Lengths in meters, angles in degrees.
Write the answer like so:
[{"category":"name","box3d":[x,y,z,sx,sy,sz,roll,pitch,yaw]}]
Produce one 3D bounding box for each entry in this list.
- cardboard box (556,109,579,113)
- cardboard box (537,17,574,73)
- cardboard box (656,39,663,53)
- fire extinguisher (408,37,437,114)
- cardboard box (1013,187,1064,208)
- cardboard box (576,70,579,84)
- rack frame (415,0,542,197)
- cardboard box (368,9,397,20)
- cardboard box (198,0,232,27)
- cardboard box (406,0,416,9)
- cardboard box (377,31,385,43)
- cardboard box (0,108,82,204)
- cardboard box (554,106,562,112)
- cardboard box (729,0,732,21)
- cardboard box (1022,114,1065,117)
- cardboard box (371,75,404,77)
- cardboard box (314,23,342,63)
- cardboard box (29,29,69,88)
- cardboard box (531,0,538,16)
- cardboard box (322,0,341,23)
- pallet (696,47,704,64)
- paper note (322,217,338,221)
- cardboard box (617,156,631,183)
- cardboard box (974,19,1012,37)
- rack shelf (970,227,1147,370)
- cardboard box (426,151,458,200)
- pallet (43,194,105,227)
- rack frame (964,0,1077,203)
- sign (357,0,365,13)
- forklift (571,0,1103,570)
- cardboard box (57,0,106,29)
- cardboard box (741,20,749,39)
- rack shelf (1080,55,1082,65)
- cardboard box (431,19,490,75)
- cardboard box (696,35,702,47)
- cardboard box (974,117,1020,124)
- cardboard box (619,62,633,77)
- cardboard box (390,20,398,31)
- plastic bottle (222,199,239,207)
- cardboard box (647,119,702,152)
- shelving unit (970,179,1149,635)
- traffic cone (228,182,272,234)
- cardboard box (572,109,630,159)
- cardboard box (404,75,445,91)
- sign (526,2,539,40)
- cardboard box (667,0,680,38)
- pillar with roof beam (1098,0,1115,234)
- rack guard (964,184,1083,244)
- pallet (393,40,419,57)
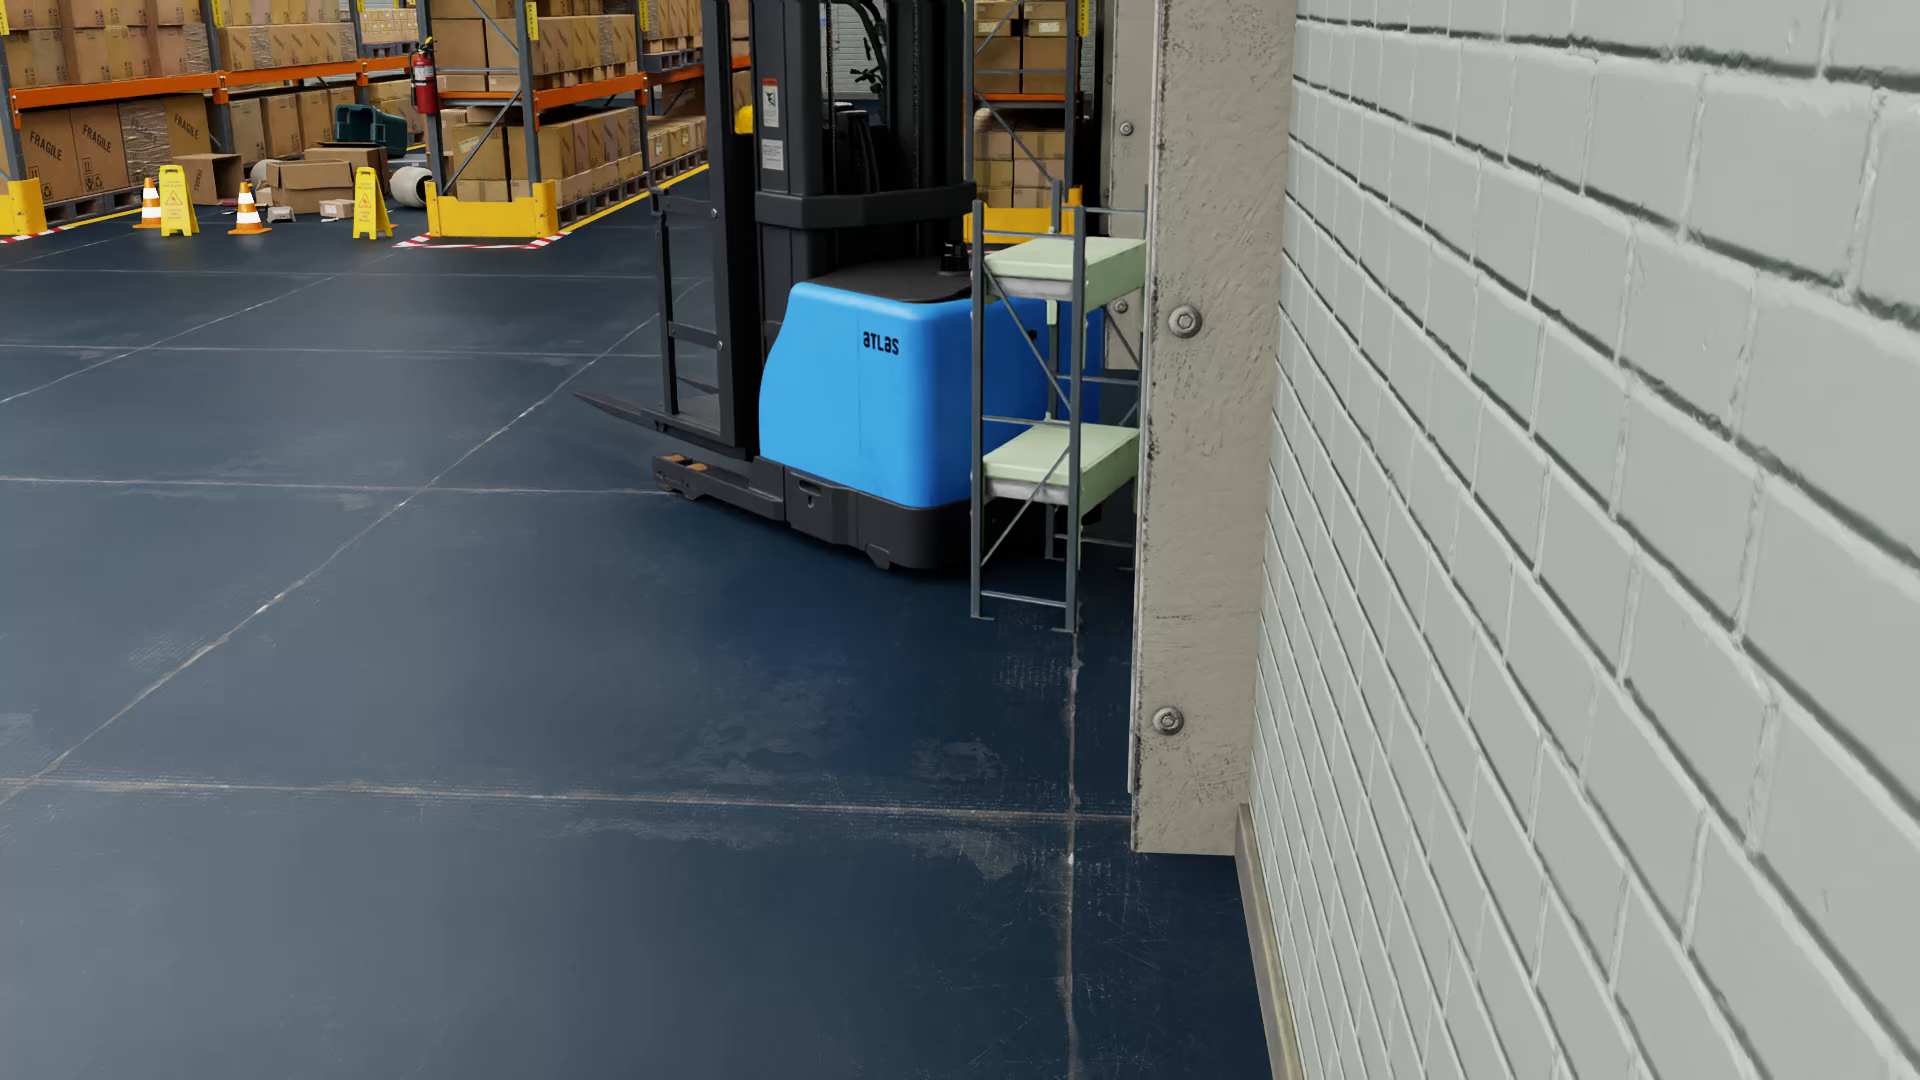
[{"category":"cardboard box","box3d":[-4.469,-4.446,18.213,0.500,0.500,0.500,2,18,6]},{"category":"cardboard box","box3d":[-4.073,-4.789,16.084,0.500,0.500,0.500,2,18,6]},{"category":"cardboard box","box3d":[-3.749,-5.863,19.728,0.380,0.149,0.250,2,18,5]},{"category":"fire extinguisher","box3d":[-4.885,-4.237,15.159,0.296,0.674,0.183,1,18,4]},{"category":"cardboard box","box3d":[0.764,-3.230,15.705,0.500,0.250,0.500,1,18,4]},{"category":"cardboard box","box3d":[-4.075,-4.682,16.797,0.380,0.149,0.250,2,18,6]},{"category":"rack frame","box3d":[-4.418,-4.299,15.225,1.000,3.000,0.127,1,18,4]},{"category":"cardboard box","box3d":[-8.487,-7.690,24.349,0.380,0.149,0.250,2,18,6]},{"category":"cardboard box","box3d":[-9.046,-6.297,19.557,0.700,0.500,0.500,1,18,3]},{"category":"cardboard box","box3d":[-8.738,-8.921,27.086,0.500,0.500,0.500,1,18,2]},{"category":"cardboard box","box3d":[-8.517,-7.244,23.943,0.380,0.149,0.250,2,18,7]},{"category":"cardboard box","box3d":[-9.379,-3.780,16.379,0.875,0.875,0.875,1,18,4]},{"category":"cardboard box","box3d":[-4.546,-4.724,18.018,0.380,0.149,0.250,2,18,6]},{"category":"cardboard box","box3d":[-3.539,-7.608,23.558,0.500,0.500,0.500,1,18,4]},{"category":"cardboard box","box3d":[0.907,-4.328,17.449,0.500,0.250,0.500,1,18,4]},{"category":"cardboard box","box3d":[-8.854,-7.084,25.860,0.500,0.250,0.500,2,18,5]},{"category":"cardboard box","box3d":[-8.590,-6.609,22.115,0.500,0.500,0.500,1,18,4]},{"category":"cardboard box","box3d":[-9.363,-4.737,16.320,0.875,0.550,0.550,1,18,4]},{"category":"cardboard box","box3d":[-4.621,-5.444,16.476,0.700,0.500,0.500,1,18,3]},{"category":"cardboard box","box3d":[-8.831,-7.246,22.453,0.700,0.500,0.500,1,18,4]},{"category":"pallet","box3d":[-3.789,-6.468,22.154,1.213,0.211,1.003,1,18,4]},{"category":"paper note","box3d":[-6.335,-3.226,16.718,0.148,0.019,0.142,-5,19,-15]},{"category":"cardboard box","box3d":[-3.933,-4.079,18.295,0.500,0.250,0.500,1,18,2]},{"category":"cardboard box","box3d":[0.279,-4.659,15.121,0.380,0.149,0.250,2,18,5]},{"category":"rack shelf","box3d":[0.379,-0.879,5.944,0.431,0.370,0.720,8,20,23]},{"category":"cardboard box","box3d":[-5.565,-4.052,18.482,0.500,0.500,0.500,17,25,41]},{"category":"pallet","box3d":[-9.383,-3.303,16.663,1.003,0.211,1.213,1,18,4]},{"category":"rack frame","box3d":[0.534,-4.189,14.890,1.000,3.000,0.127,1,18,4]},{"category":"sign","box3d":[-8.235,-7.401,22.834,0.100,0.325,0.005,1,18,4]},{"category":"forklift","box3d":[-0.755,-1.662,7.287,1.130,2.935,3.031,-15,24,-39]},{"category":"cardboard box","box3d":[-9.174,-5.420,16.673,0.875,0.550,0.550,1,18,4]},{"category":"cardboard box","box3d":[-3.426,-7.574,24.657,0.500,0.250,0.500,2,18,5]},{"category":"rack shelf","box3d":[1.250,-6.953,24.480,1.077,0.370,4.000,1,18,4]},{"category":"cardboard box","box3d":[-4.653,-4.662,15.696,0.500,0.500,0.500,1,18,3]},{"category":"cardboard box","box3d":[-3.579,-6.514,21.715,0.380,0.149,0.250,0,18,1]},{"category":"cardboard box","box3d":[0.356,-4.180,16.998,0.500,0.250,0.500,1,18,3]},{"category":"cardboard box","box3d":[-3.861,-5.237,18.493,0.380,0.149,0.250,2,18,5]},{"category":"cardboard box","box3d":[-8.484,-7.553,24.406,0.380,0.149,0.250,1,18,4]},{"category":"plastic bottle","box3d":[-7.785,-3.633,17.911,0.283,0.061,0.133,-5,19,-15]},{"category":"cardboard box","box3d":[-3.939,-5.329,21.916,0.950,0.372,0.625,1,18,3]},{"category":"shelving unit","box3d":[0.379,-0.508,6.065,0.431,1.500,0.755,8,20,23]},{"category":"traffic cone","box3d":[-6.805,-3.175,15.868,0.336,0.463,0.334,1,18,4]},{"category":"cardboard box","box3d":[-3.940,-4.442,18.201,0.500,0.500,0.500,2,18,5]},{"category":"cardboard box","box3d":[-8.353,-7.076,25.838,0.500,0.250,0.500,2,18,7]},{"category":"sign","box3d":[-3.876,-4.698,15.053,0.100,0.325,0.005,1,18,4]},{"category":"cardboard box","box3d":[-3.727,-6.377,20.256,0.500,0.500,0.500,1,18,4]},{"category":"pillar with roof beam","box3d":[-2.811,-7.332,14.848,9.100,9.000,0.400,1,18,4]},{"category":"rack guard","box3d":[0.532,-2.994,15.256,1.175,0.500,0.348,1,18,4]},{"category":"pallet","box3d":[-8.688,-7.387,24.958,1.003,0.211,1.213,1,18,4]}]
